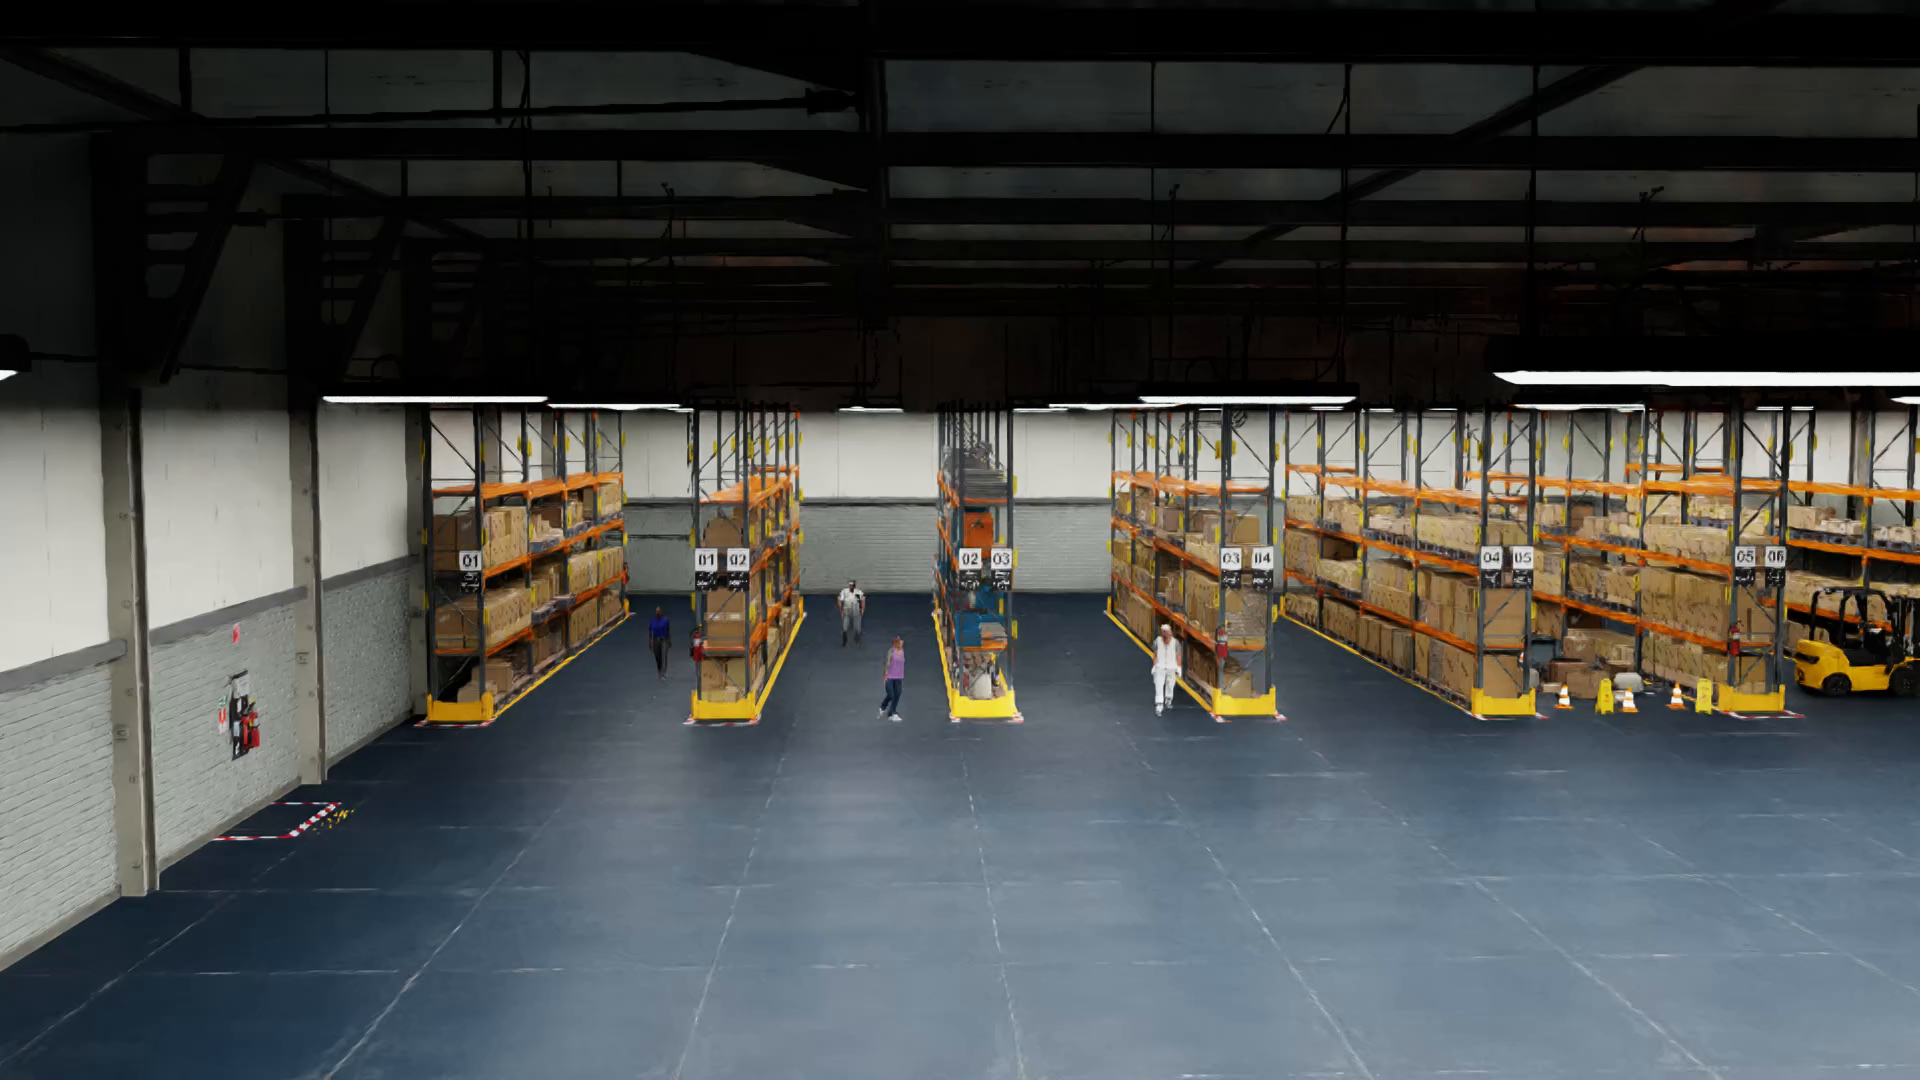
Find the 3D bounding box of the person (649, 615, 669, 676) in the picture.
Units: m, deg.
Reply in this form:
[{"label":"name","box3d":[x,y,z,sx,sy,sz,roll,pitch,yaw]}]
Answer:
[{"label":"person","box3d":[-6.503,2.258,35.997,0.435,1.329,0.918,0,4,0]}]

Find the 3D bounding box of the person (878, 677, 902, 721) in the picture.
[{"label":"person","box3d":[-1.314,2.892,31.128,0.407,0.948,0.463,-4,6,-40]}]

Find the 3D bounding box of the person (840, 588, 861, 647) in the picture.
[{"label":"person","box3d":[-2.698,1.894,40.789,0.518,1.479,0.493,0,4,-5]}]

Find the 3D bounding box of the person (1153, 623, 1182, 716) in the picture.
[{"label":"person","box3d":[3.958,2.447,31.749,0.547,1.744,1.063,0,4,6]}]

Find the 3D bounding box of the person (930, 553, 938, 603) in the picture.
[{"label":"person","box3d":[-0.604,1.136,50.317,0.461,1.517,0.867,2,5,20]}]
